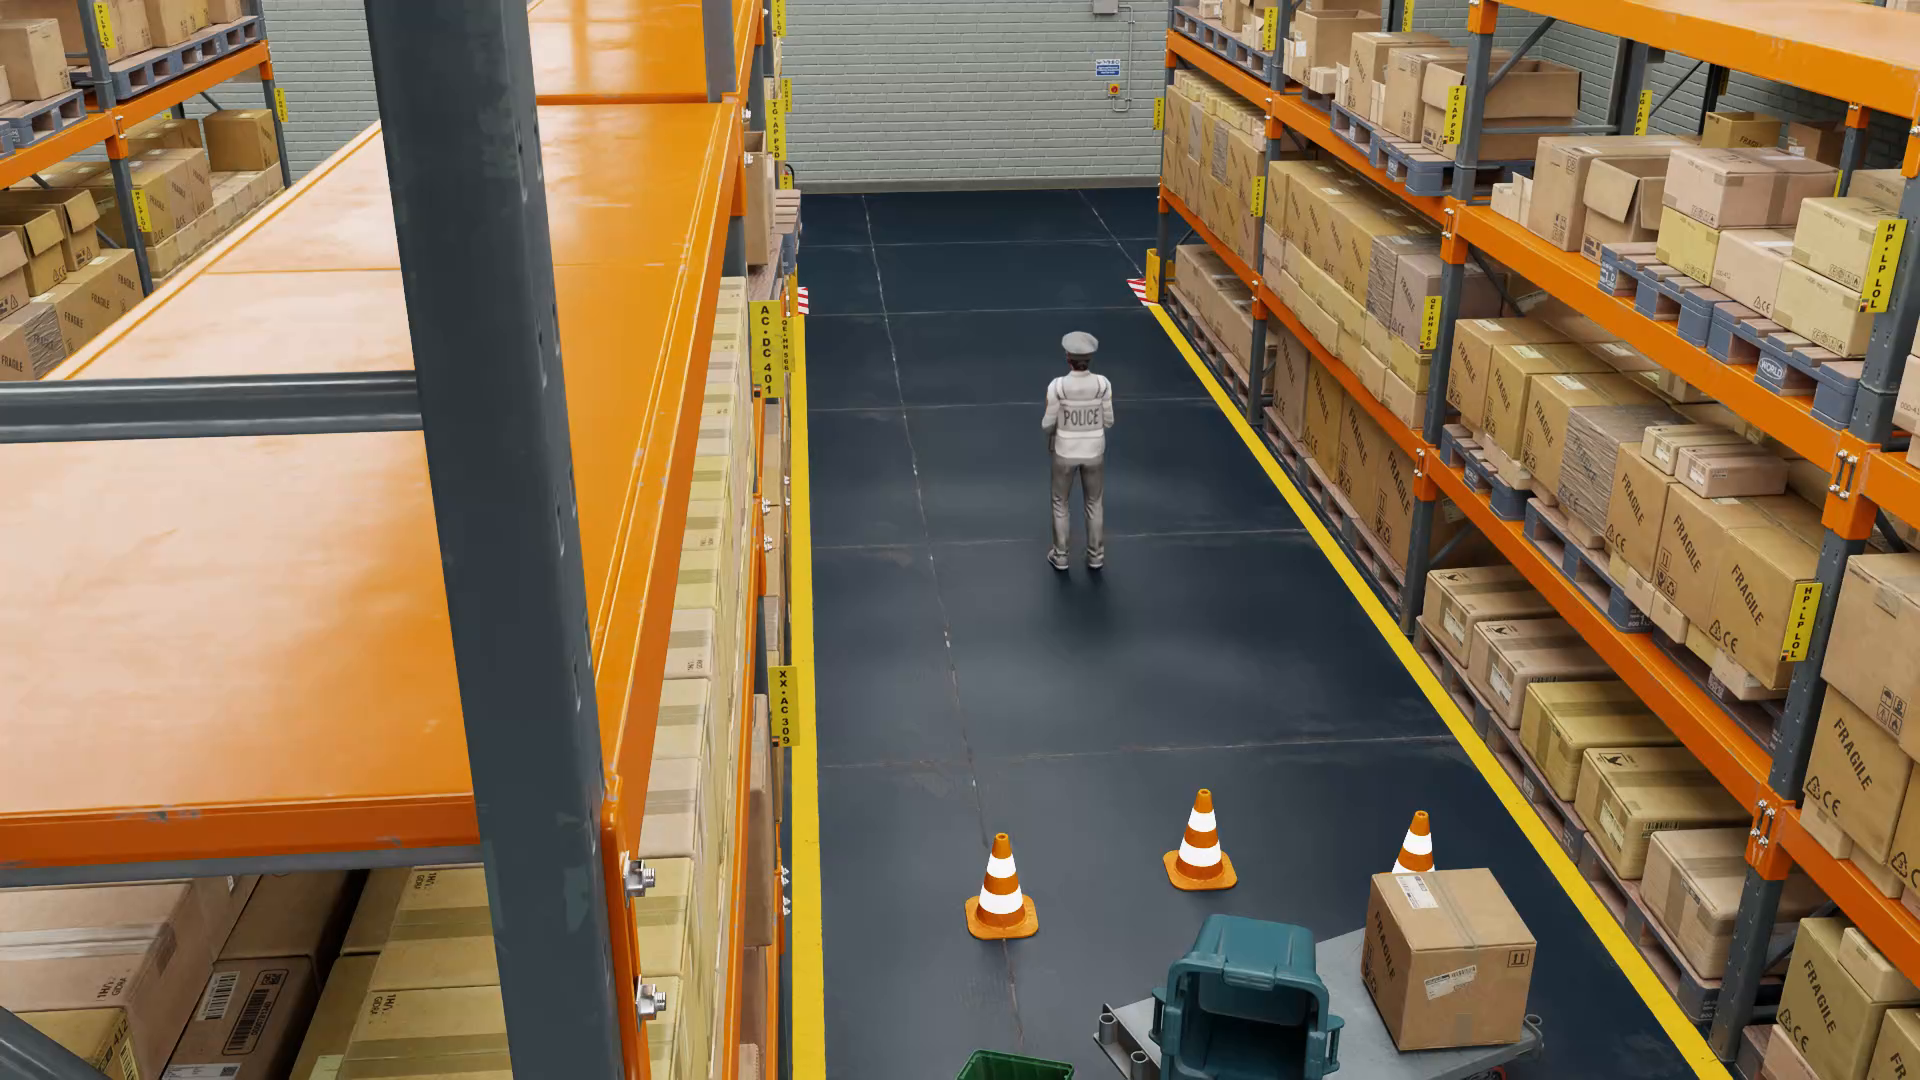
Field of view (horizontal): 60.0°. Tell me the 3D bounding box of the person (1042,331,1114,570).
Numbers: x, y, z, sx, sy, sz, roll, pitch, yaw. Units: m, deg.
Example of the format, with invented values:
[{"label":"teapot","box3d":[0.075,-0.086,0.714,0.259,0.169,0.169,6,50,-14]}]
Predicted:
[{"label":"person","box3d":[0.798,-0.615,11.458,0.497,1.687,0.439,-3,24,-6]}]
